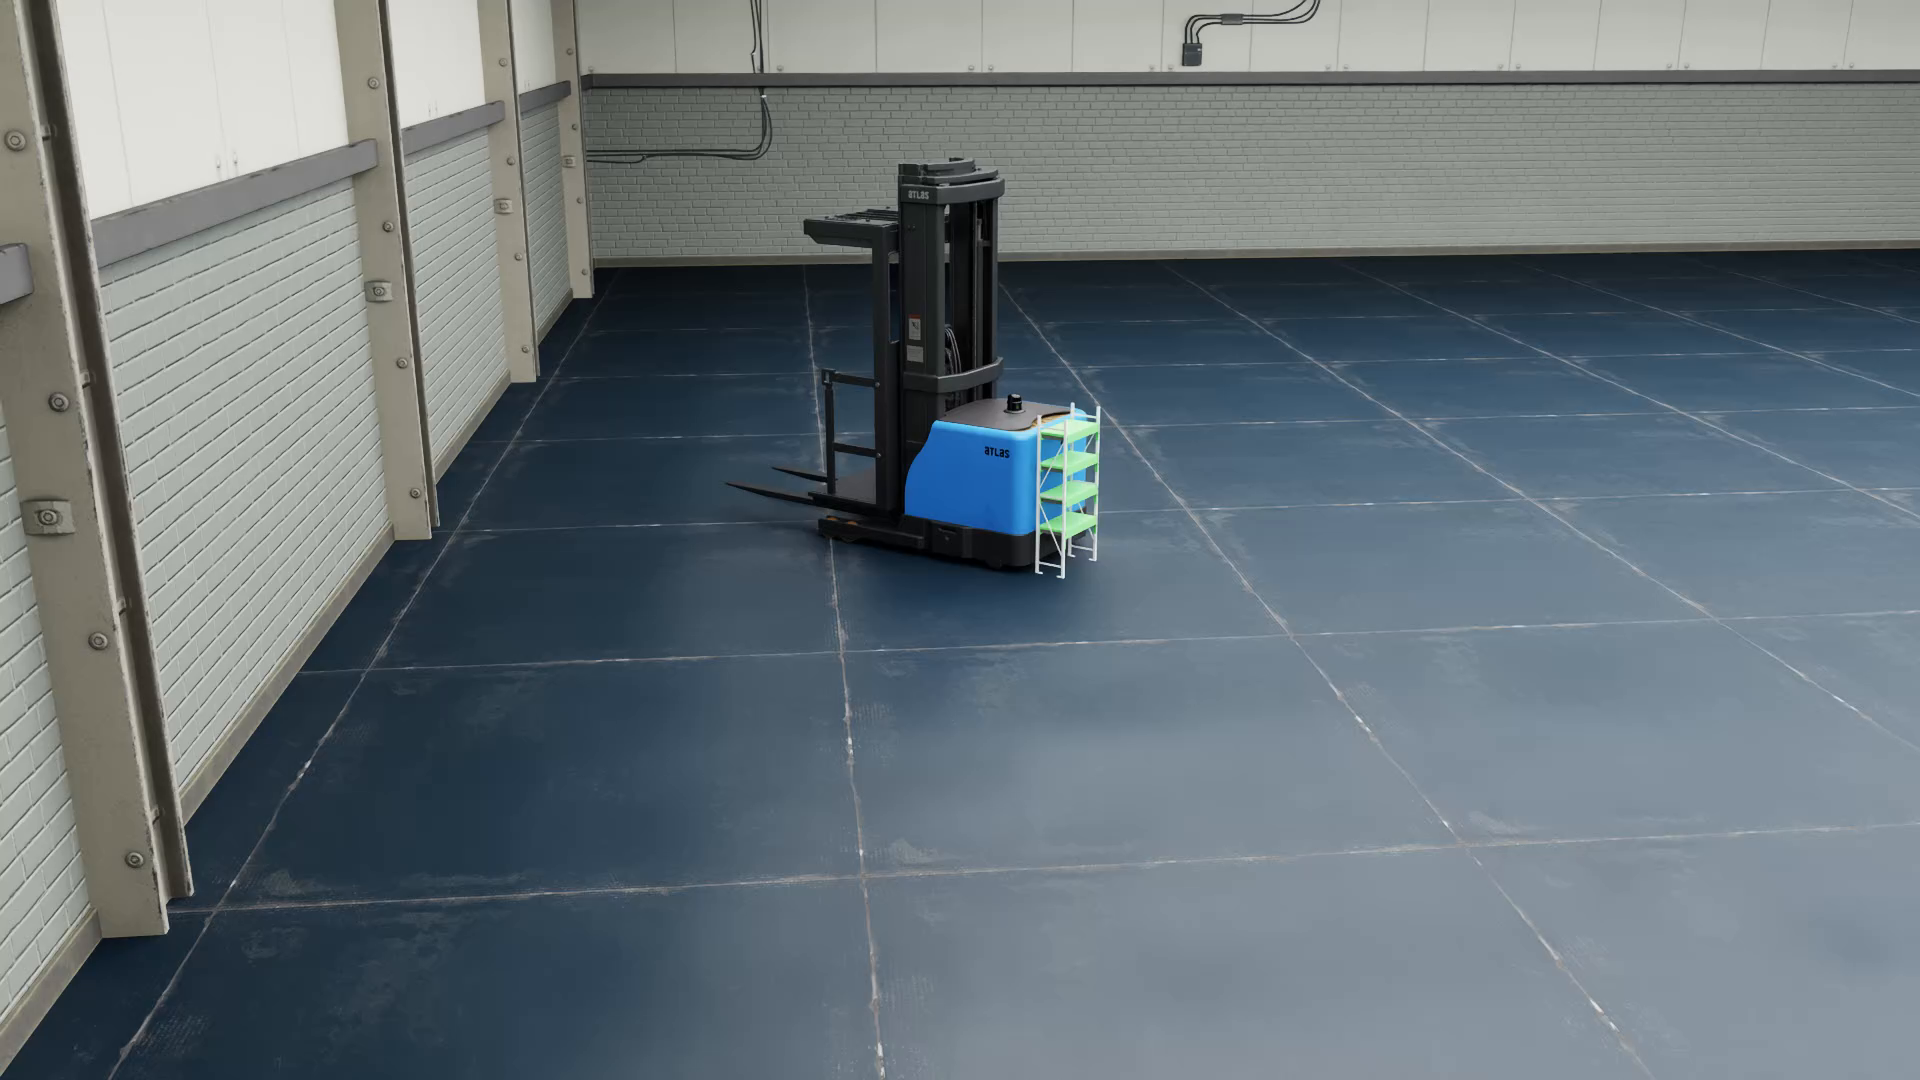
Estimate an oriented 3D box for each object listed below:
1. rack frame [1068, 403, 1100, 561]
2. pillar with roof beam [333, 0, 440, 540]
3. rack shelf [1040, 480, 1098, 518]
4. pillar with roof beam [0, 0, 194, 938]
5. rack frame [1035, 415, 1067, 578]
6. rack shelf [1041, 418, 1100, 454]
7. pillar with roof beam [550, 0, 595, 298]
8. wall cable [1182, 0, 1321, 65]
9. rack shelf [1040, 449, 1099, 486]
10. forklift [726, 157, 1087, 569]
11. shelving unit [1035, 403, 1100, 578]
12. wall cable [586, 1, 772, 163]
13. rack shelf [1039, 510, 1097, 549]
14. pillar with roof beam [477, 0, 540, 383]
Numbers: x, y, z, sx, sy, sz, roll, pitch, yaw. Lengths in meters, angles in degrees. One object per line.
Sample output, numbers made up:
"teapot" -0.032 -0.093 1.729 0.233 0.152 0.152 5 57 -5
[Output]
"rack frame" 0.933 -0.432 12.549 0.240 1.200 0.015 11 21 31
"pillar with roof beam" -0.098 -4.488 12.448 9.100 9.000 0.400 -2 18 -6
"rack shelf" 0.800 -0.310 12.374 0.258 0.148 0.480 11 21 31
"pillar with roof beam" 0.521 -2.700 6.754 9.100 9.000 0.400 -2 18 -6
"rack frame" 0.666 -0.309 12.160 0.240 1.200 0.015 11 21 31
"rack shelf" 0.800 -0.768 12.230 0.258 0.148 0.480 11 21 31
"pillar with roof beam" -1.335 -8.063 23.836 9.100 9.000 0.400 -2 18 -6
"wall cable" 4.839 -10.760 26.748 2.305 6.003 0.169 -2 18 -6
"rack shelf" 0.800 -0.539 12.302 0.258 0.148 0.480 11 21 31
"forklift" -0.523 -1.501 13.064 3.031 2.935 1.130 11 21 31
"shelving unit" 0.800 -0.371 12.355 0.258 1.200 0.503 11 21 31
"wall cable" -4.606 -7.367 26.803 3.097 2.526 0.112 -2 18 -6
"rack shelf" 0.800 -0.081 12.446 0.258 0.148 0.480 11 21 31
"pillar with roof beam" -0.716 -6.275 18.142 9.100 9.000 0.400 -2 18 -6
